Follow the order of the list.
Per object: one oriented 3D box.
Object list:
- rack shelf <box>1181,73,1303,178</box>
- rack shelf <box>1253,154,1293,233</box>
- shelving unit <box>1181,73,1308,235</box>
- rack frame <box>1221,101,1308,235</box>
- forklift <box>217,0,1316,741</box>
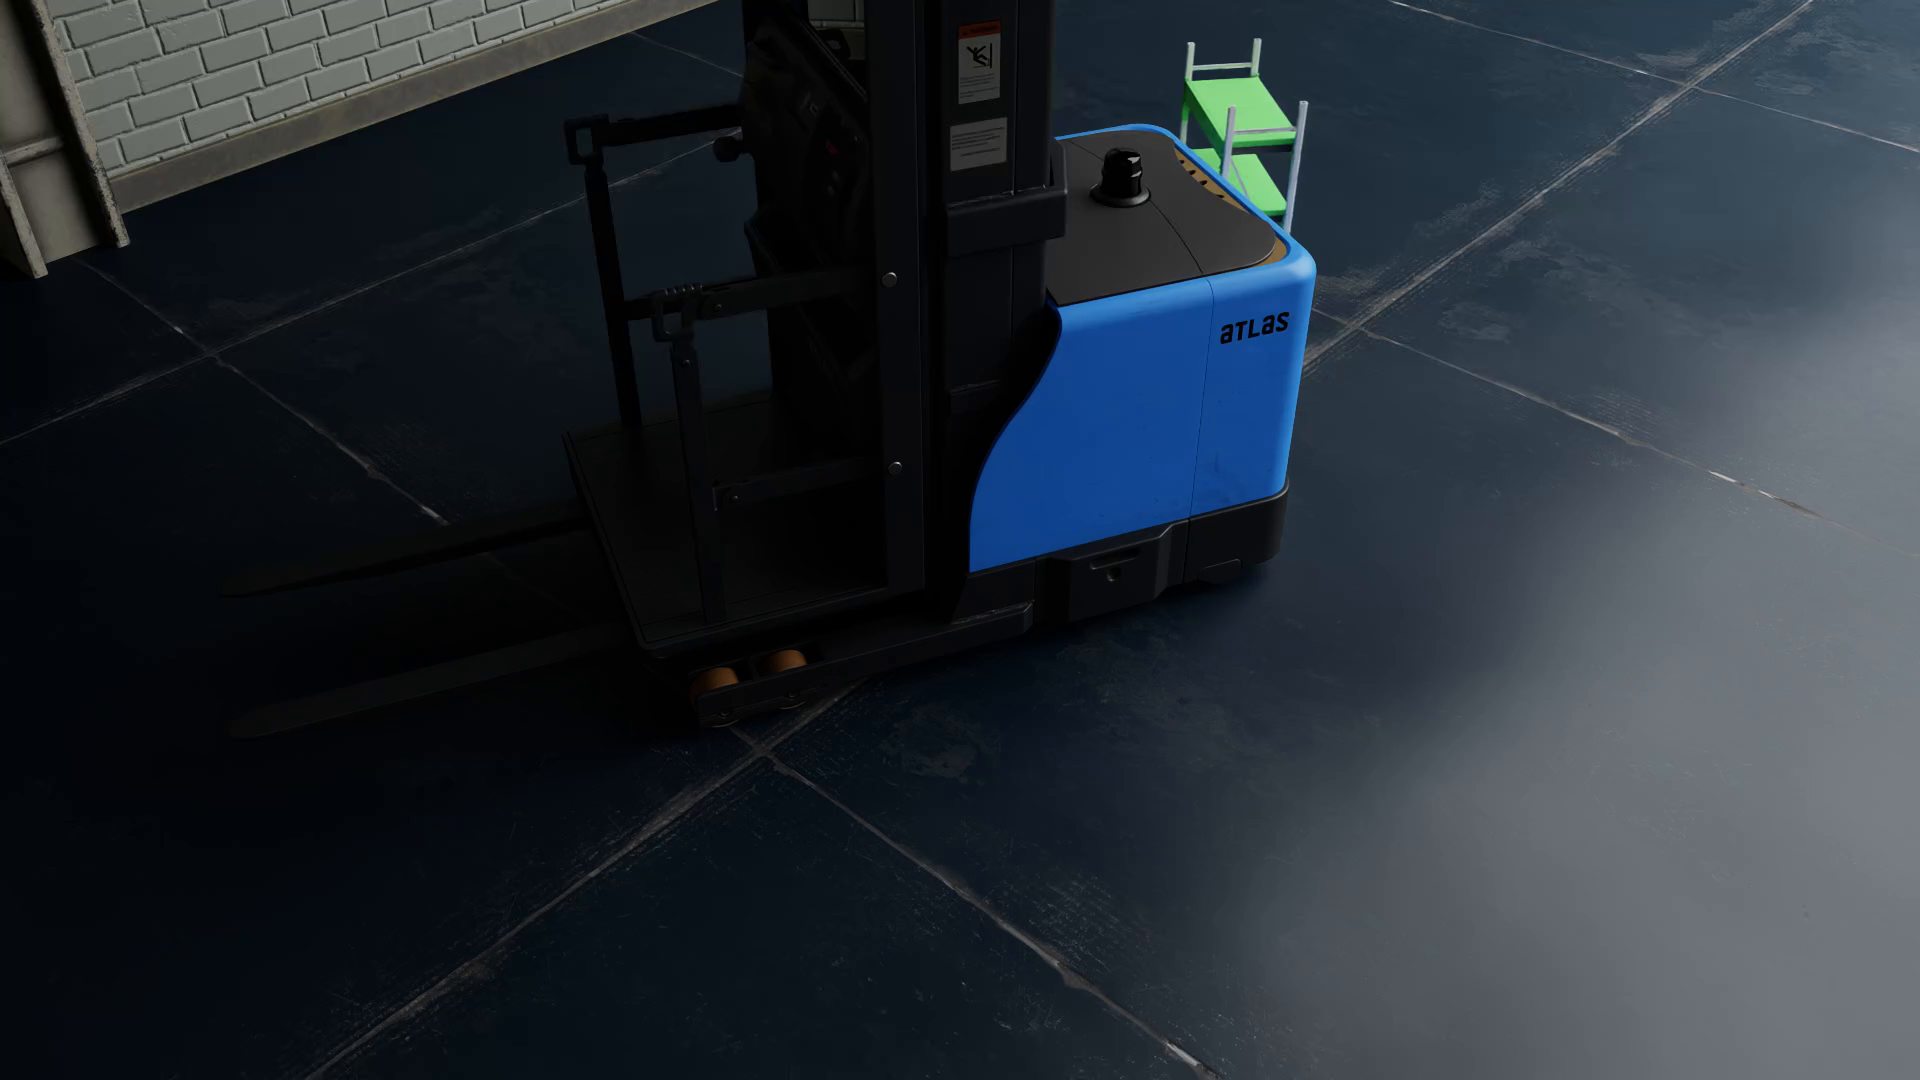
[{"bbox_3d":[0.883,-1.304,5.257,0.258,0.148,0.480,-5,39,-6],"label":"rack shelf"},{"bbox_3d":[0.883,-1.116,5.406,0.258,0.148,0.480,-5,39,-6],"label":"rack shelf"},{"bbox_3d":[0.884,-0.975,5.512,0.258,1.200,0.492,-5,39,-6],"label":"shelving unit"},{"bbox_3d":[0.918,-0.828,5.327,0.240,1.200,0.015,-5,39,-6],"label":"rack frame"},{"bbox_3d":[-0.584,-1.003,4.157,3.031,2.935,1.130,-14,41,-17],"label":"forklift"}]
